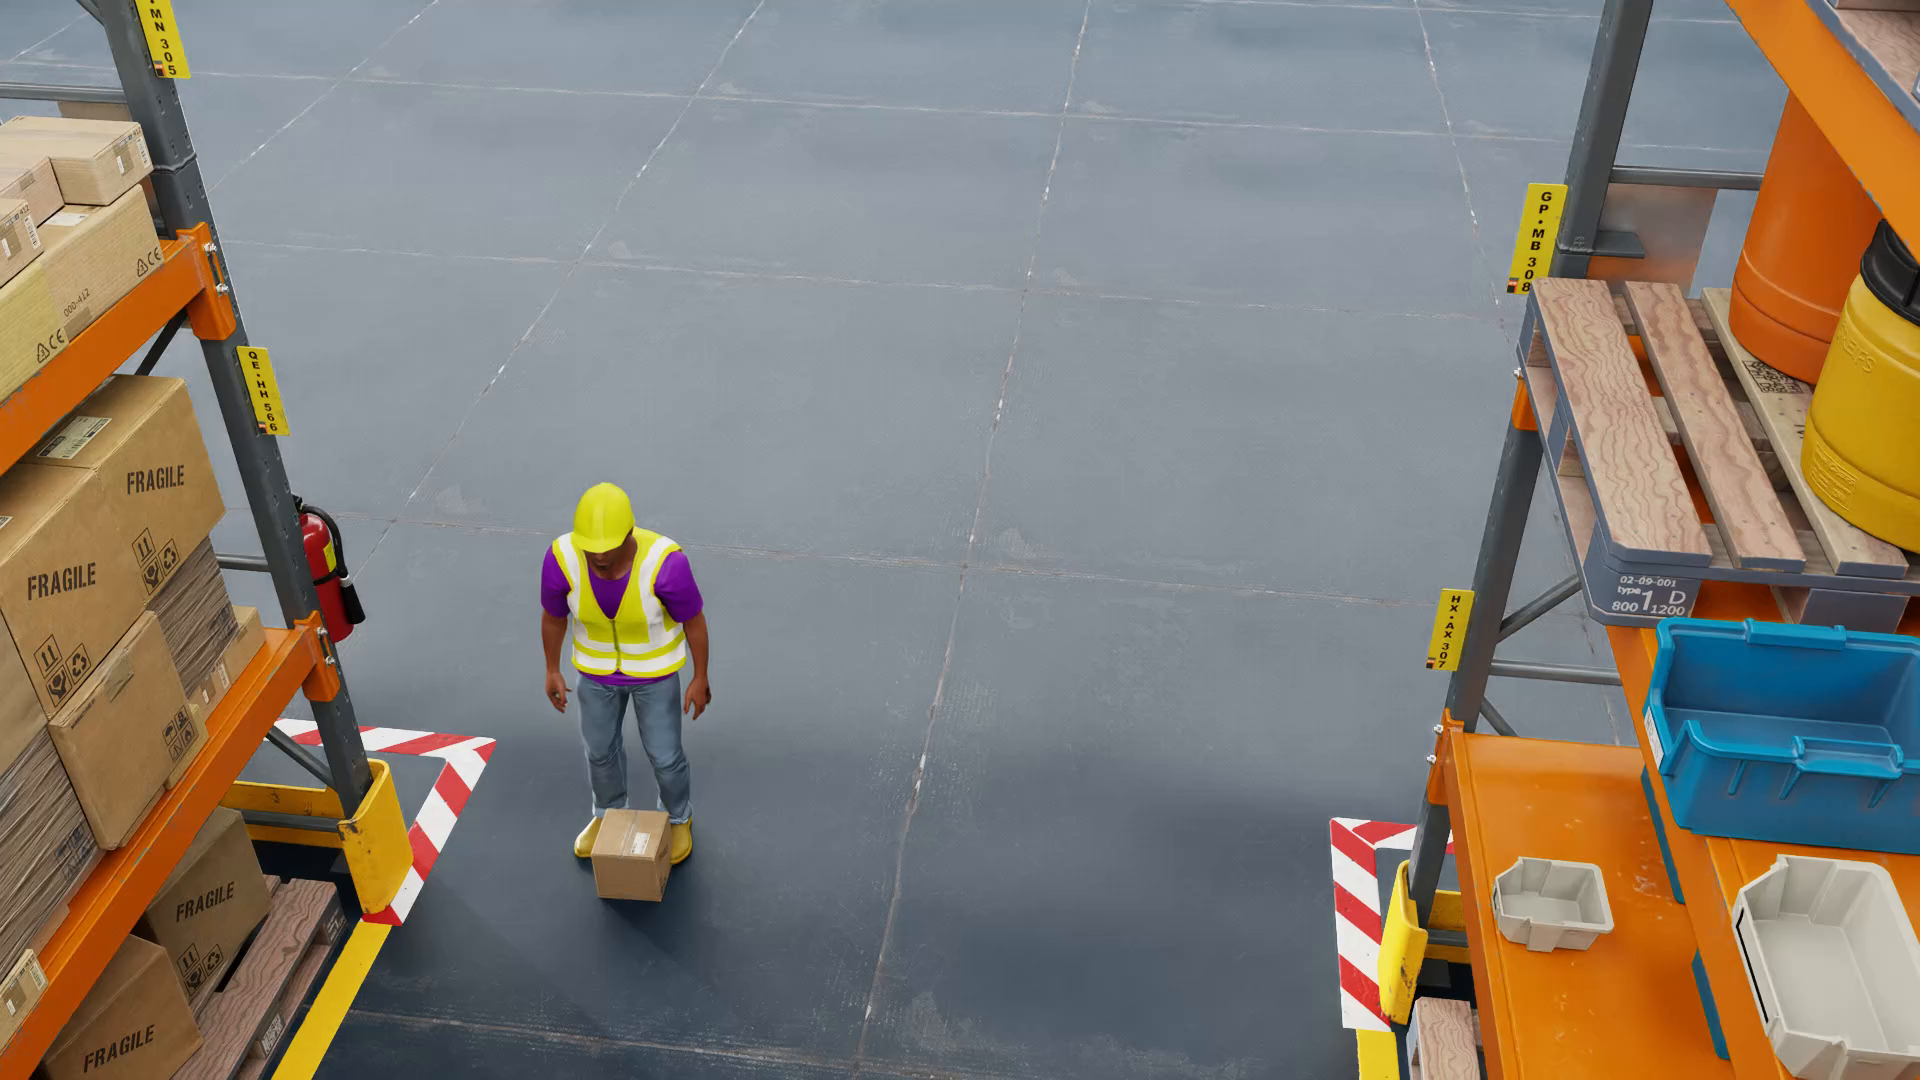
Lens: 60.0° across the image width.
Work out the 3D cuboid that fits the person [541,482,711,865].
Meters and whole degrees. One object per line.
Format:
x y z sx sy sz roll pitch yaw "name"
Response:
-1.265 0.505 6.327 0.636 1.761 0.454 3 36 4 "person"
